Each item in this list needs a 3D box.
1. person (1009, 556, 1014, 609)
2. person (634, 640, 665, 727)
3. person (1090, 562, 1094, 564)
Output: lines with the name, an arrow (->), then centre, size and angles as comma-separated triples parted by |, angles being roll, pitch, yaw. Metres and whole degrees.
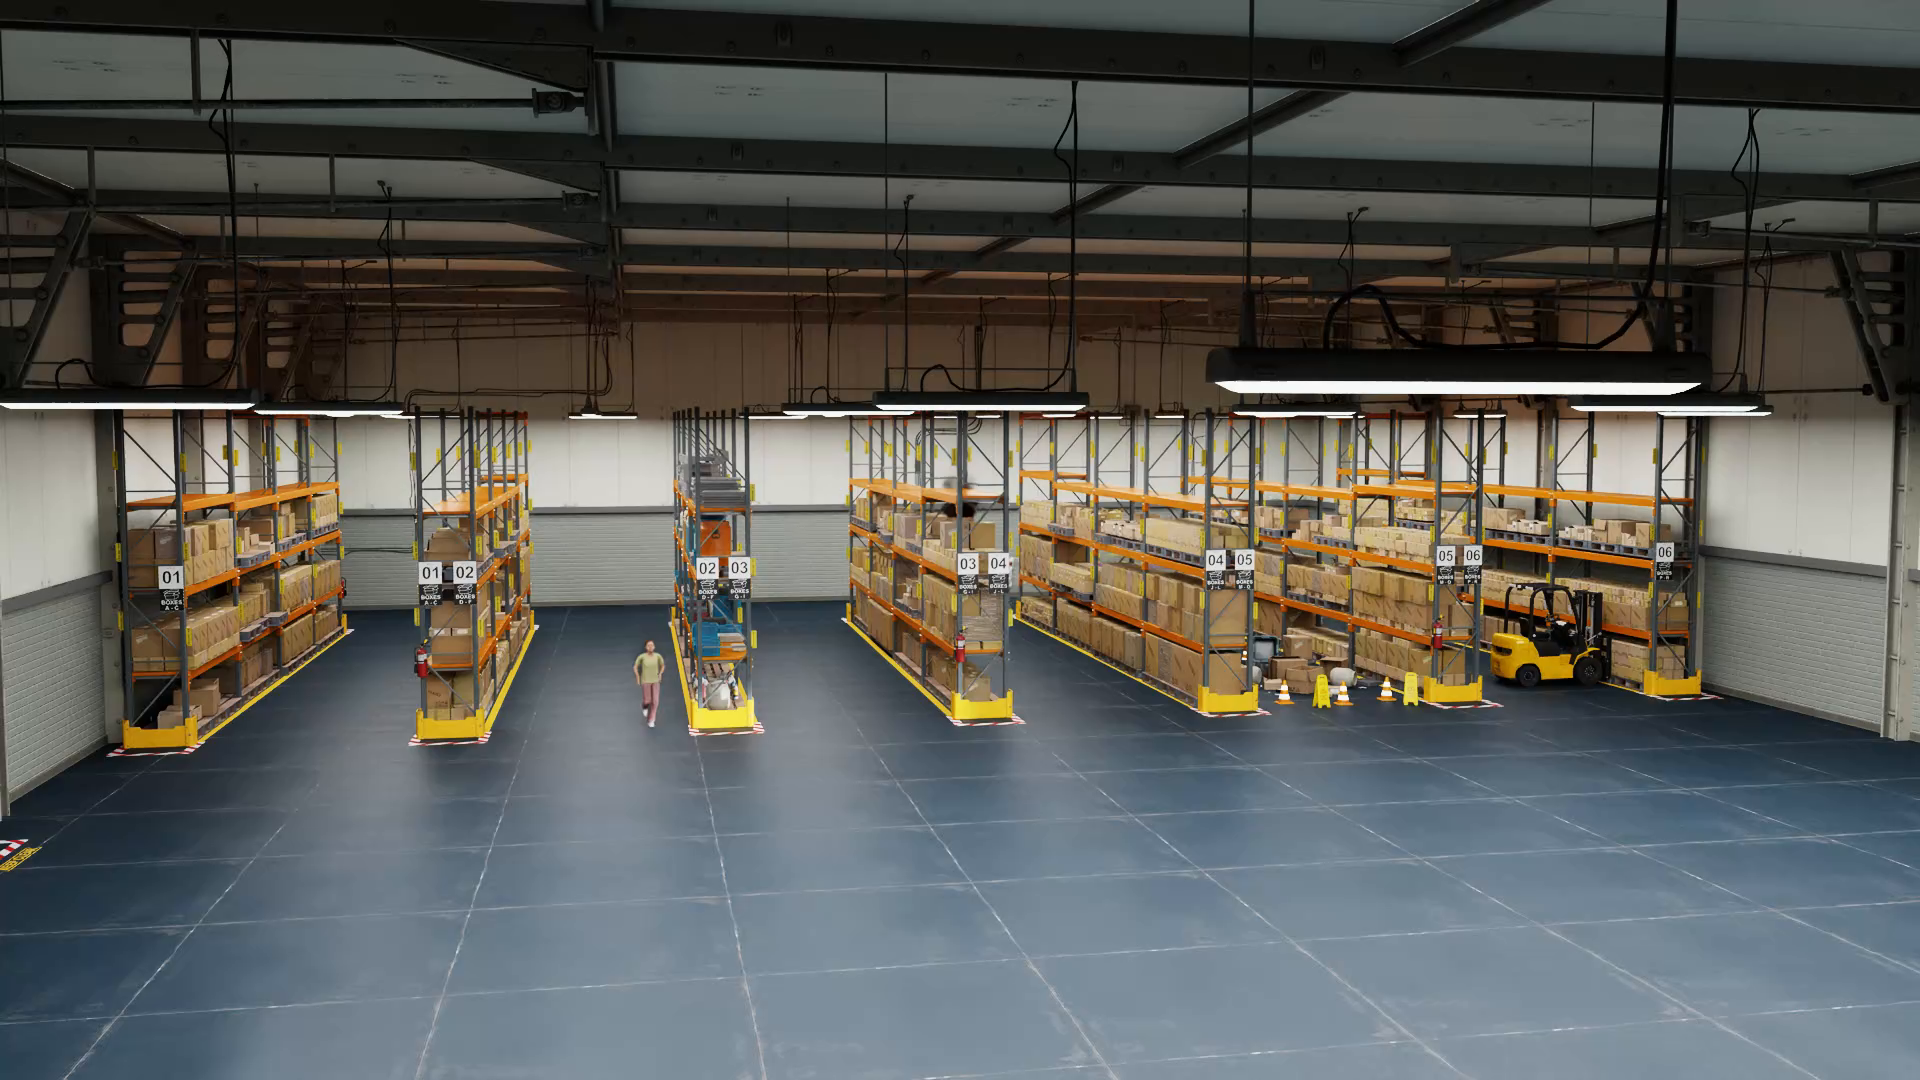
person -> 1.315, 1.329, 49.877 | 0.575, 1.708, 0.772 | 0, 4, 0
person -> -5.852, 2.685, 31.410 | 0.590, 1.629, 0.566 | -1, 4, -19
person -> 3.834, 1.234, 50.314 | 0.950, 1.769, 0.702 | -1, 4, -12
